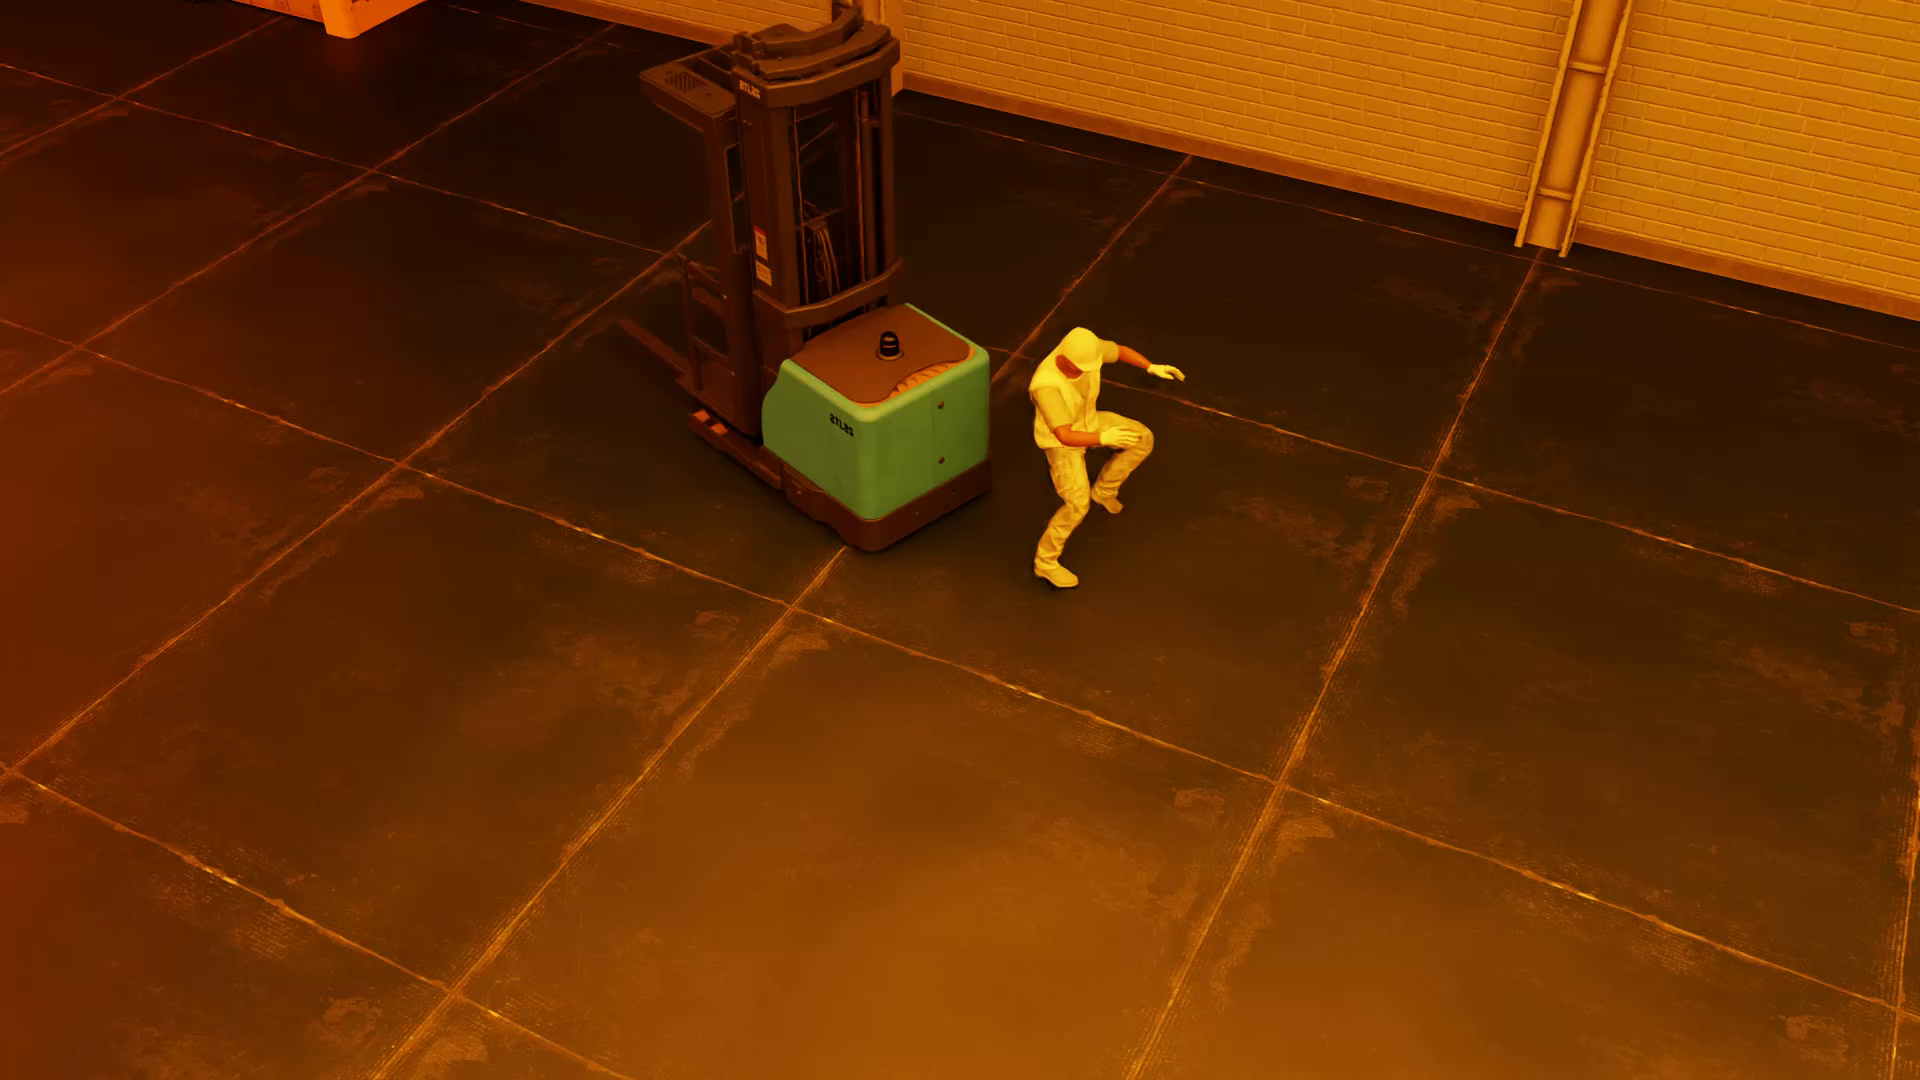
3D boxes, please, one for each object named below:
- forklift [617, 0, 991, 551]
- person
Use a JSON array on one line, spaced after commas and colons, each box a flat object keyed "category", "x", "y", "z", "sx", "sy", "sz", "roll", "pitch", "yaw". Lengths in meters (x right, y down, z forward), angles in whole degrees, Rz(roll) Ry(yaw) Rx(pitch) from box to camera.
[{"category": "forklift", "x": -1.164, "y": -1.918, "z": 10.264, "sx": 1.130, "sy": 2.935, "sz": 3.031, "roll": -30, "pitch": 49, "yaw": -31}, {"category": "person", "x": 0.799, "y": -0.592, "z": 9.784, "sx": 0.795, "sy": 1.527, "sz": 1.011, "roll": 29, "pitch": 48, "yaw": 30}]
